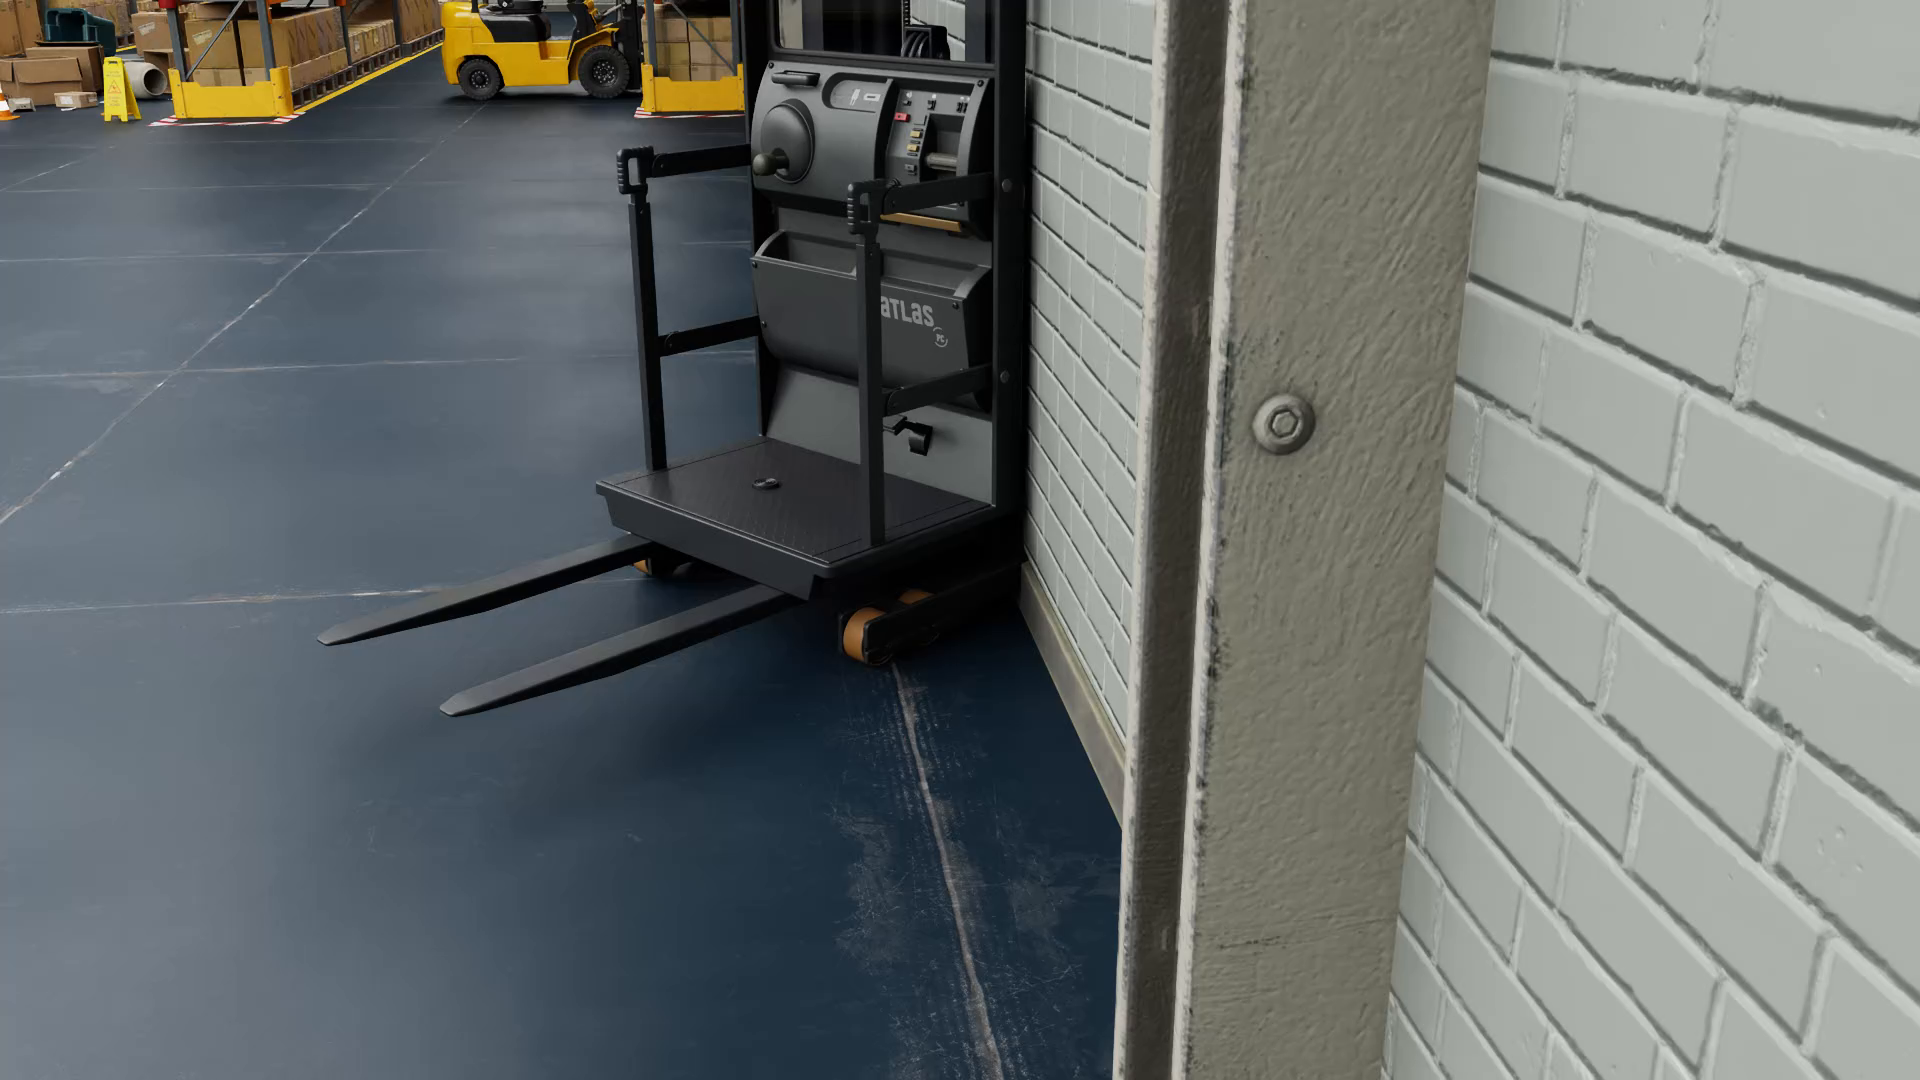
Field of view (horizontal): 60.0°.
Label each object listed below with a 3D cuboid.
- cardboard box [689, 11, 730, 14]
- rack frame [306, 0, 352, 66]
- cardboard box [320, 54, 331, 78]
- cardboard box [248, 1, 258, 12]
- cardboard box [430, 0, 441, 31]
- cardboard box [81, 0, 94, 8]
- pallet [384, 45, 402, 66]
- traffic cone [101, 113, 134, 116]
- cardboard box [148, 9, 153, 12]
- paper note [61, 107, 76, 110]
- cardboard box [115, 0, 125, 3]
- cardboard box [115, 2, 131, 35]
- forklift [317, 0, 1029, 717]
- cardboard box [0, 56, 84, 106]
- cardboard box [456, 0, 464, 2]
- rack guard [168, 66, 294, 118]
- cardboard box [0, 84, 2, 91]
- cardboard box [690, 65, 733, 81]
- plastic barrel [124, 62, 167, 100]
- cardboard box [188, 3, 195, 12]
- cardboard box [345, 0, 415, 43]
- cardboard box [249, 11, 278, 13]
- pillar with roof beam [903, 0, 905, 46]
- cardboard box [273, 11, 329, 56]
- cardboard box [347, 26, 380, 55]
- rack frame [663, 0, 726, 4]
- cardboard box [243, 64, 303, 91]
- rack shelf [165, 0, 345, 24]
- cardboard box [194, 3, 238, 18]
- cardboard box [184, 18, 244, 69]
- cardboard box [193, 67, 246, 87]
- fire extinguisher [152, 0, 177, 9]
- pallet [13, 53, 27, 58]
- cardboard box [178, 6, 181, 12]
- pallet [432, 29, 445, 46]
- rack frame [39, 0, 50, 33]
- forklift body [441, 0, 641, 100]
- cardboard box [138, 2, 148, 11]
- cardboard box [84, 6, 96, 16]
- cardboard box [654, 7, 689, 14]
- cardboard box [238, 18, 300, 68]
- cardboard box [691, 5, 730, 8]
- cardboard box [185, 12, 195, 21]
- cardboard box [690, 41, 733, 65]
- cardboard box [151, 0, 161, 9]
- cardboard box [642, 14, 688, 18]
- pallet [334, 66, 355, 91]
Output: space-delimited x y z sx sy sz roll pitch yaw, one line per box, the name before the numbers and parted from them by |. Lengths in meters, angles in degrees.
cardboard box | -2.964 -6.138 19.765 0.500 0.250 0.500 -3 21 -8
rack frame | -8.432 -7.372 21.167 1.000 3.000 0.127 -3 21 -8
cardboard box | -7.926 -5.729 20.099 0.500 0.250 0.500 -3 21 -7
cardboard box | -8.538 -6.401 19.898 0.380 0.149 0.250 -2 21 -5
cardboard box | -9.417 -9.133 28.318 0.875 0.875 0.875 -2 21 -6
cardboard box | -13.884 -8.448 25.948 0.500 0.250 0.500 -3 21 -7
pallet | -8.898 -7.180 24.639 1.003 0.211 1.213 -3 21 -8
traffic cone | -9.194 -4.883 18.128 0.336 0.463 0.334 -3 21 -8
cardboard box | -14.437 -9.259 29.268 0.380 0.149 0.250 -4 21 -11
paper note | -9.962 -4.823 18.586 0.148 0.019 0.142 -11 23 -26
cardboard box | -14.112 -8.989 27.398 0.500 0.250 0.500 -3 21 -9
cardboard box | -14.113 -8.640 27.533 0.500 0.500 0.500 -3 21 -9
forklift | -0.425 -1.214 4.776 1.130 2.935 3.031 18 27 40
cardboard box | -10.614 -5.298 19.183 0.637 0.503 0.797 17 27 39
cardboard box | -9.828 -9.983 31.221 0.875 0.438 0.875 -2 21 -6
rack guard | -7.867 -4.843 17.967 1.175 0.500 0.348 -3 21 -8
cardboard box | -11.246 -5.304 19.539 0.396 0.266 0.258 1 20 2
cardboard box | -2.822 -5.327 19.022 0.500 0.250 0.500 -3 21 -8
plastic barrel | -9.652 -5.419 19.620 0.512 0.421 0.421 12 24 30
cardboard box | -14.687 -10.074 31.452 0.380 0.149 0.250 -3 21 -9
cardboard box | -9.026 -8.202 25.825 0.875 0.875 0.875 -3 21 -8
cardboard box | -8.453 -6.050 19.885 0.500 0.500 0.500 -2 21 -5
pillar with roof beam | -4.683 -4.964 6.145 9.100 9.000 0.400 -3 21 -8
cardboard box | -7.932 -6.088 19.987 0.500 0.500 0.500 -2 21 -5
cardboard box | -8.719 -7.009 23.350 0.950 0.372 0.625 -2 21 -6
rack frame | -4.098 -9.009 25.549 1.000 3.000 0.127 -3 21 -8
cardboard box | -7.698 -5.189 18.652 0.500 0.250 0.500 -3 21 -8
rack shelf | -8.144 -6.343 19.439 1.077 0.370 4.000 -3 21 -8
cardboard box | -8.349 -5.939 18.661 0.380 0.149 0.250 -2 21 -6
cardboard box | -8.229 -5.511 18.443 0.500 0.500 0.500 -3 21 -7
cardboard box | -8.242 -5.170 18.602 0.500 0.250 0.500 -3 21 -8
fire extinguisher | -8.295 -5.888 17.305 0.296 0.674 0.183 -3 21 -8
pallet | -13.854 -6.889 23.860 1.003 0.211 1.213 -3 21 -8
cardboard box | -14.523 -9.716 30.492 0.380 0.149 0.250 -3 21 -7
pallet | -9.400 -8.572 28.366 1.003 0.211 1.213 -3 21 -8
rack frame | -13.893 -8.472 24.113 1.000 3.000 0.127 -3 21 -8
forklift body | -5.023 -6.406 19.793 2.313 2.155 1.214 -3 21 -8
cardboard box | -14.295 -9.225 28.753 0.380 0.149 0.250 -2 21 -5
cardboard box | -13.897 -8.107 26.108 0.500 0.500 0.500 -3 21 -9
cardboard box | -3.615 -6.468 20.648 0.500 0.250 0.500 -2 21 -6
cardboard box | -7.702 -5.549 18.543 0.500 0.500 0.500 -4 21 -10
cardboard box | -3.171 -6.666 21.176 0.500 0.250 0.500 -3 21 -9
cardboard box | -14.626 -9.848 31.270 0.380 0.149 0.250 -2 21 -6
cardboard box | -2.807 -5.555 18.917 0.500 0.250 0.500 -3 21 -7
cardboard box | -14.396 -9.492 29.467 0.380 0.149 0.250 -2 21 -7
cardboard box | -3.399 -5.936 19.223 0.500 0.250 0.500 -3 21 -7
pallet | -8.301 -5.835 21.037 1.003 0.211 1.213 -3 21 -8
